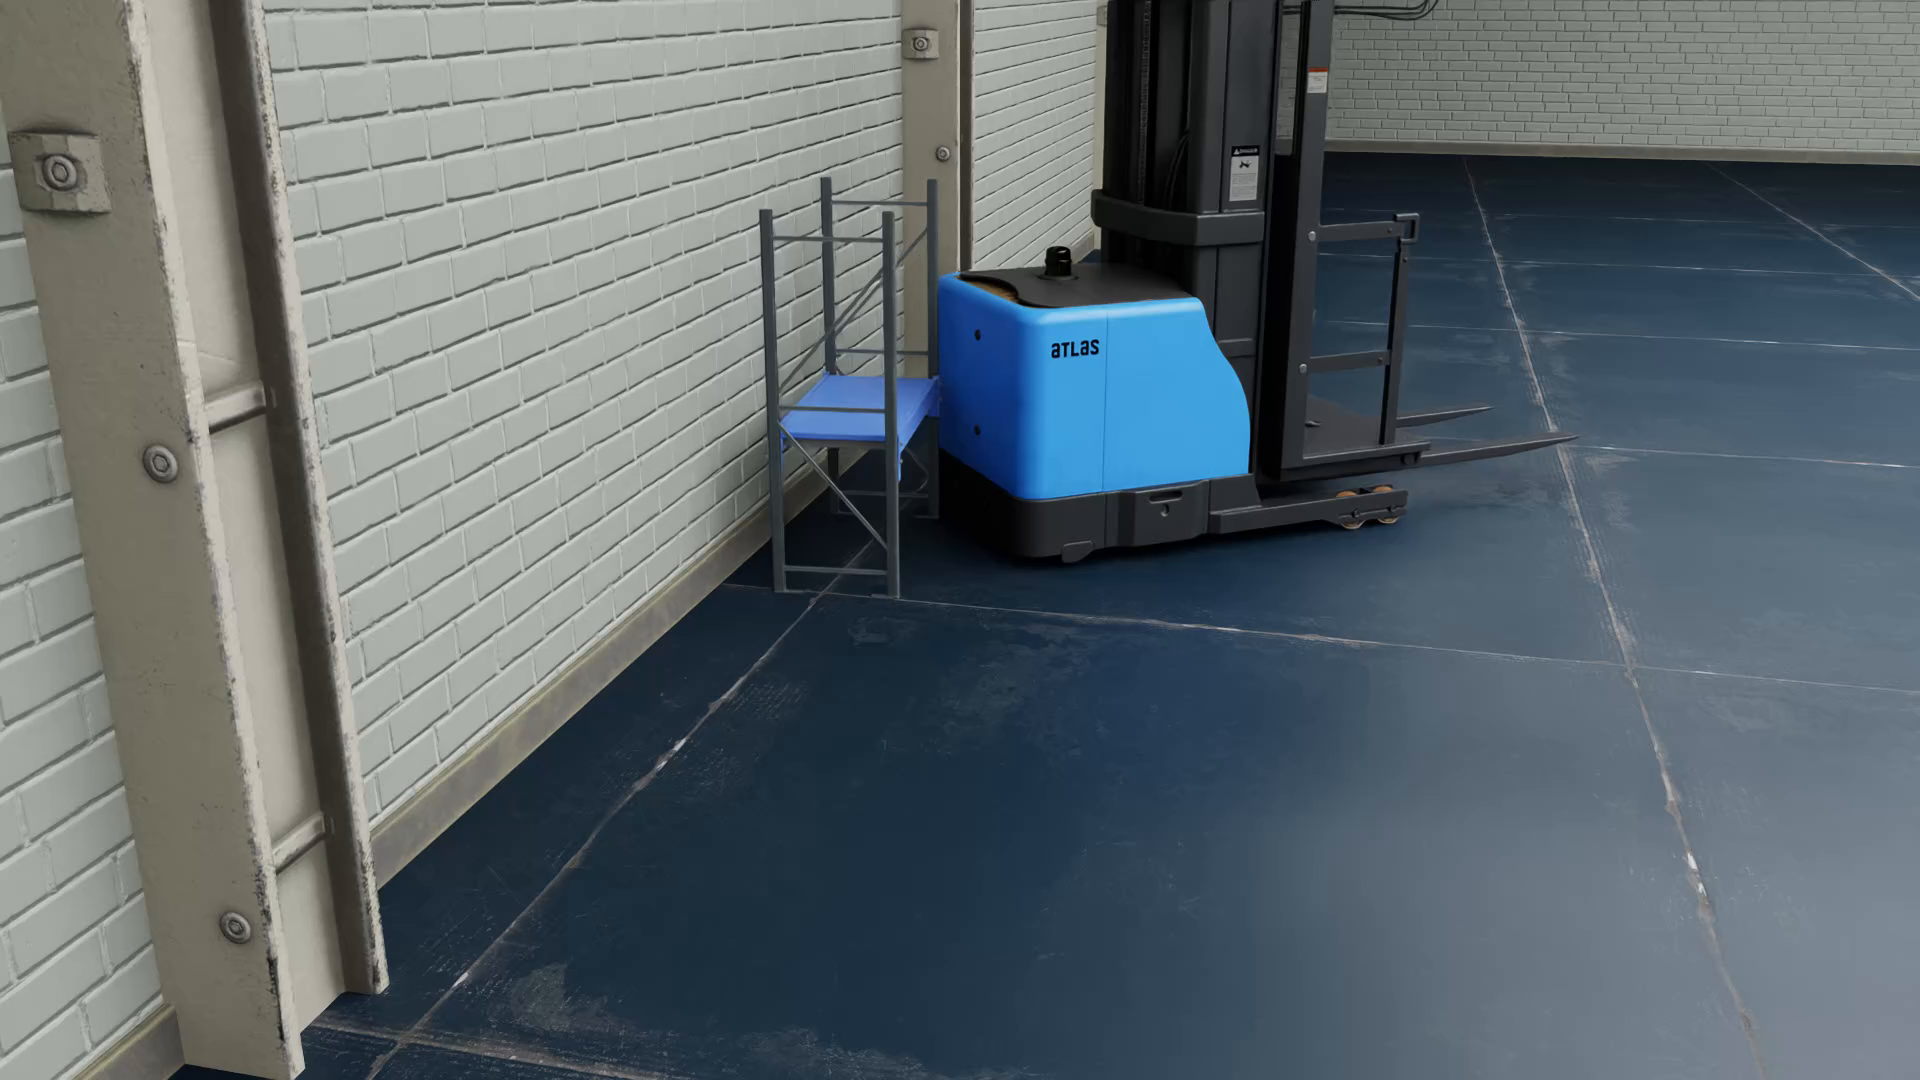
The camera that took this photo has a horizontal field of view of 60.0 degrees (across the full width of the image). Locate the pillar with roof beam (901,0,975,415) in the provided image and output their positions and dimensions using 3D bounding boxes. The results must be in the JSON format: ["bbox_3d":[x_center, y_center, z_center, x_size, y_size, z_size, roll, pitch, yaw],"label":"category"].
[{"bbox_3d":[4.060,-4.675,6.952,9.100,9.000,0.400,5,19,13],"label":"pillar with roof beam"}]

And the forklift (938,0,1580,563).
[{"bbox_3d":[1.441,-1.583,7.286,3.031,2.935,1.130,-8,20,-21],"label":"forklift"}]

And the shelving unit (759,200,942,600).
[{"bbox_3d":[-0.415,-0.653,6.778,0.538,1.500,1.039,3,19,8],"label":"shelving unit"}]

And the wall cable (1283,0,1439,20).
[{"bbox_3d":[4.819,-8.125,21.859,3.097,2.526,0.112,5,19,13],"label":"wall cable"}]

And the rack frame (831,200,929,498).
[{"bbox_3d":[-0.344,-0.817,7.259,0.475,1.308,0.013,3,19,8],"label":"rack frame"}]

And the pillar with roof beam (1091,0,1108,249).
[{"bbox_3d":[5.526,-6.555,12.458,9.100,9.000,0.400,5,19,13],"label":"pillar with roof beam"}]

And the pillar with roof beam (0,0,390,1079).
[{"bbox_3d":[2.594,-2.794,1.446,9.100,9.000,0.400,5,19,13],"label":"pillar with roof beam"}]

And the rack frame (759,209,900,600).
[{"bbox_3d":[-0.486,-0.491,6.306,0.500,1.500,0.032,3,19,8],"label":"rack frame"}]

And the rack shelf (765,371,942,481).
[{"bbox_3d":[-0.414,-0.484,6.840,0.538,0.185,1.000,3,19,8],"label":"rack shelf"}]
